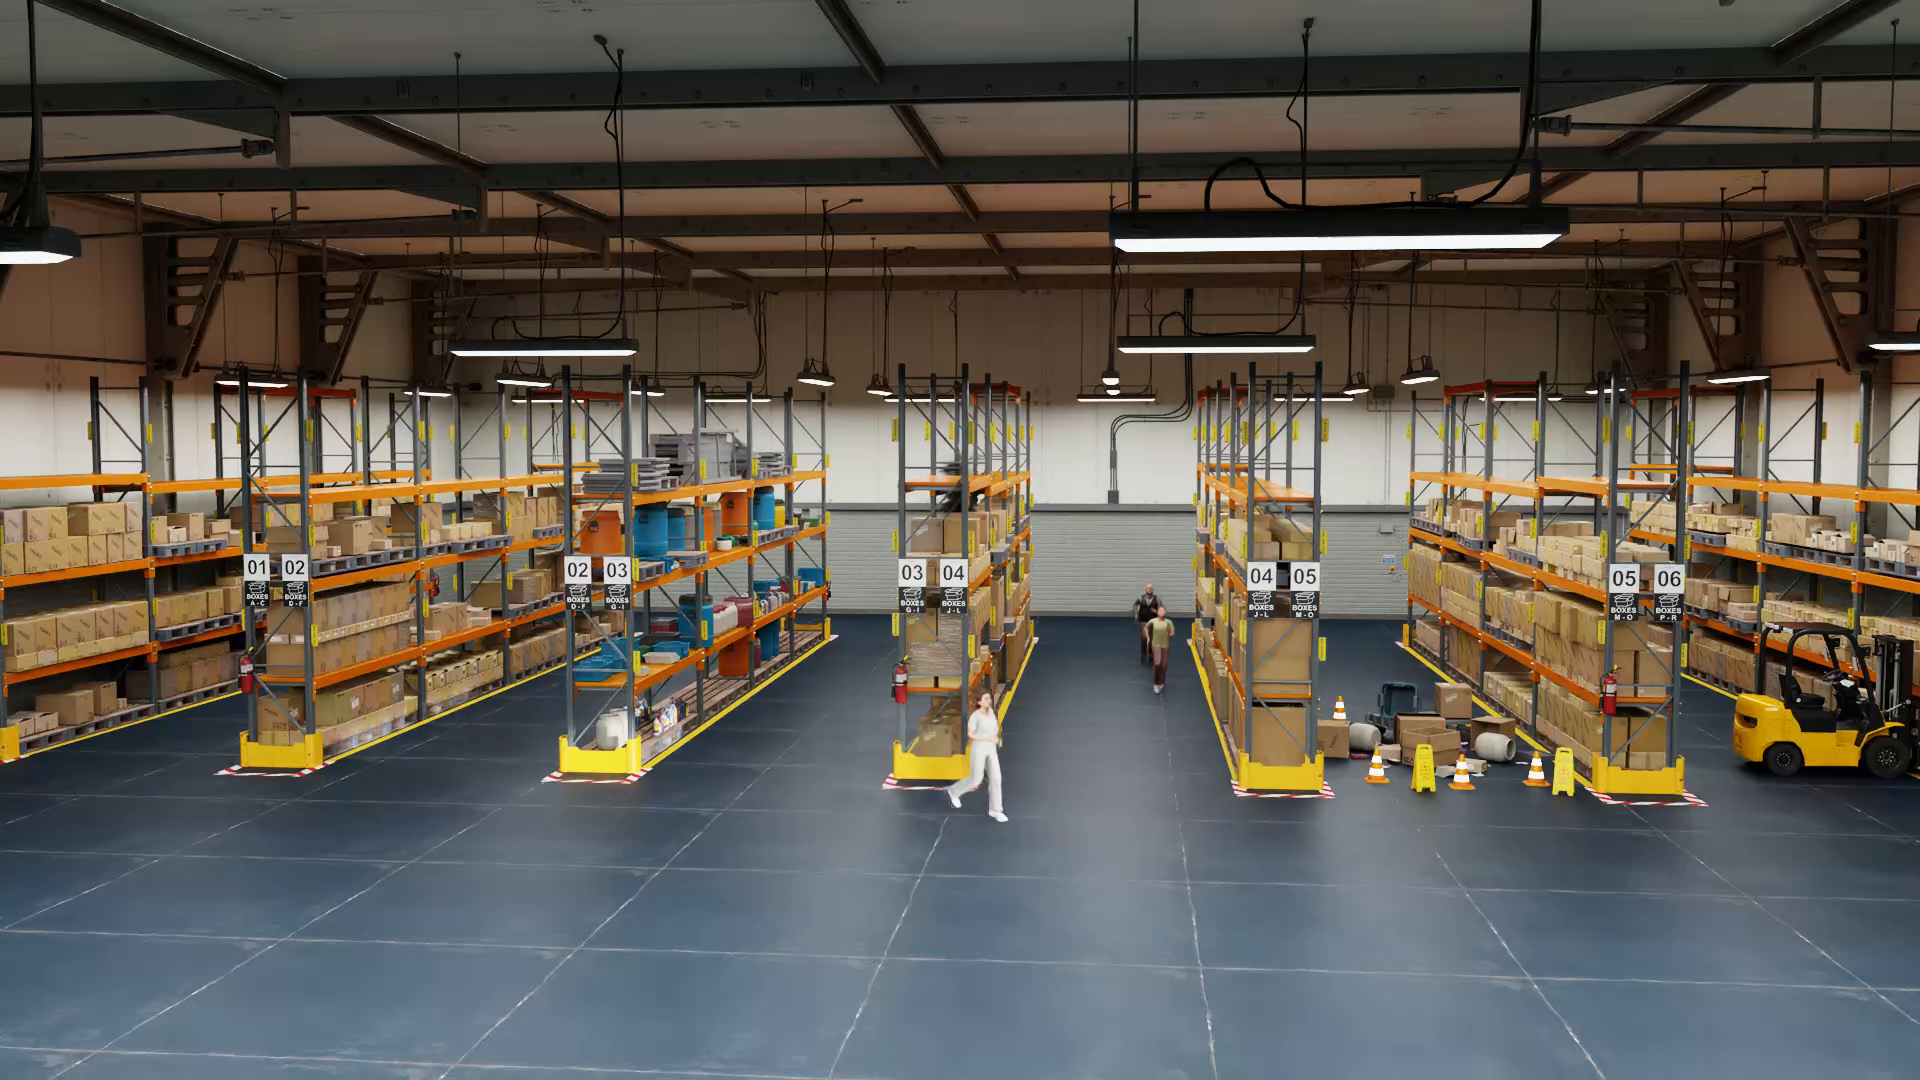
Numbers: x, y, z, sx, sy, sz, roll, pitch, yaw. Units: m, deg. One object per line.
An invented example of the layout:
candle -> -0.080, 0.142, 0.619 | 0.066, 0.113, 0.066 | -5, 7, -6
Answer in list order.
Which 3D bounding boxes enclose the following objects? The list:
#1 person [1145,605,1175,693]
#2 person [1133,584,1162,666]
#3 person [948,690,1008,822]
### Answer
person -> 3.878, 2.105, 32.167 | 0.545, 1.700, 0.697 | 0, 4, -4
person -> 4.083, 1.838, 36.011 | 0.626, 1.781, 0.754 | 0, 4, 0
person -> 0.272, 2.782, 21.681 | 0.577, 1.676, 0.950 | -4, 5, -44
